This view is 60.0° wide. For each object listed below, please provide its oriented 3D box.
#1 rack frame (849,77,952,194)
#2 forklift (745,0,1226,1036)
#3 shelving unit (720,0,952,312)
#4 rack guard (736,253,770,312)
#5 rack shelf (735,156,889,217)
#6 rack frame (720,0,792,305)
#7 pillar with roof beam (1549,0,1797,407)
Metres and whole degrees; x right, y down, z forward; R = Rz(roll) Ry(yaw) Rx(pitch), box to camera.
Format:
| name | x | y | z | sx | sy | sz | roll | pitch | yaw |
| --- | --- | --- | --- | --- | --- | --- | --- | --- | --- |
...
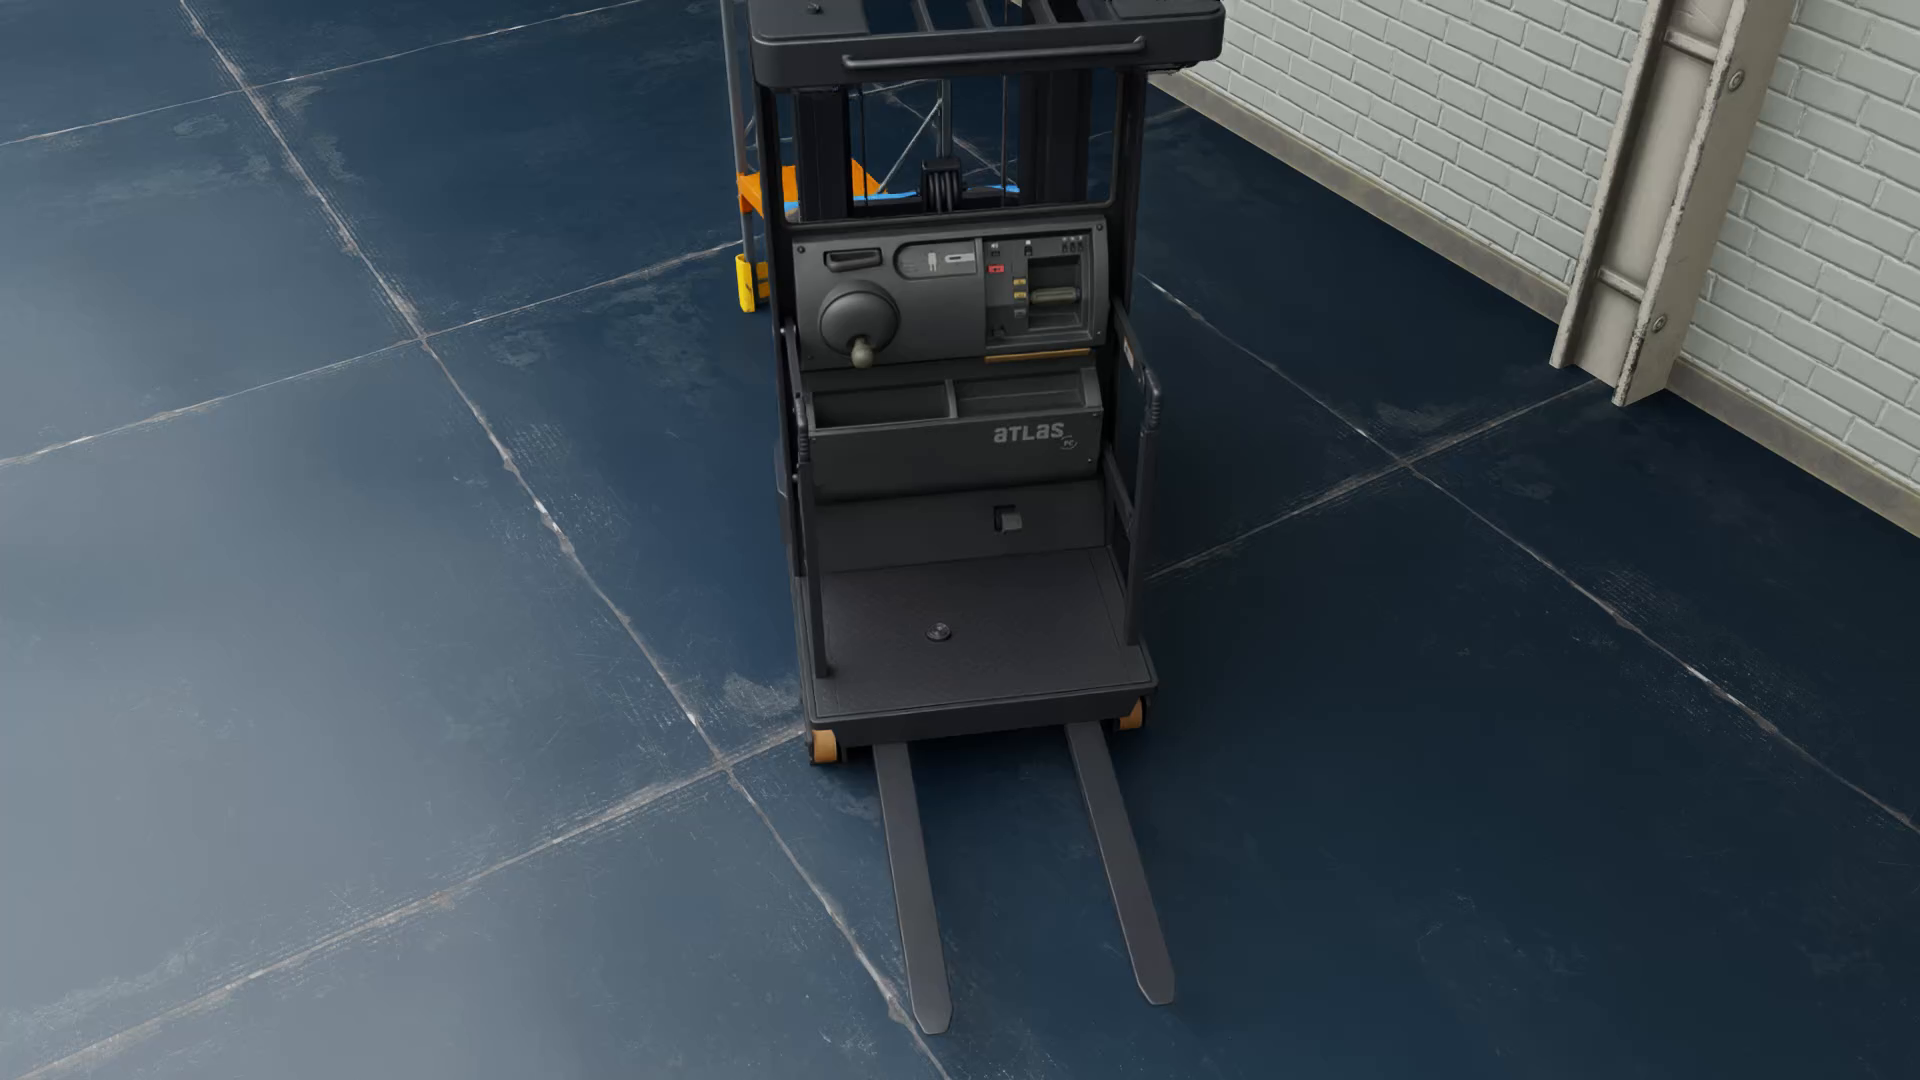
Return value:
| name | x | y | z | sx | sy | sz | roll | pitch | yaw |
| --- | --- | --- | --- | --- | --- | --- | --- | --- | --- |
| rack frame | -0.257 | -1.142 | 6.449 | 0.500 | 1.500 | 0.032 | -19 | 43 | -21 |
| forklift | 0.014 | -0.650 | 4.741 | 1.130 | 2.935 | 3.031 | -6 | 40 | -7 |
| shelving unit | -0.489 | -1.425 | 6.788 | 0.587 | 1.500 | 1.083 | -19 | 43 | -21 |
| rack guard | -0.721 | -1.227 | 7.527 | 0.587 | 0.250 | 0.087 | -19 | 43 | -21 |
| rack shelf | -0.494 | -1.292 | 6.909 | 0.538 | 0.185 | 1.000 | -19 | 43 | -21 |
| rack frame | -0.730 | -1.718 | 7.140 | 0.500 | 1.500 | 0.032 | -19 | 43 | -21 |
| pillar with roof beam | -0.859 | -2.685 | 2.443 | 9.100 | 9.000 | 0.400 | -22 | 45 | -24 |
